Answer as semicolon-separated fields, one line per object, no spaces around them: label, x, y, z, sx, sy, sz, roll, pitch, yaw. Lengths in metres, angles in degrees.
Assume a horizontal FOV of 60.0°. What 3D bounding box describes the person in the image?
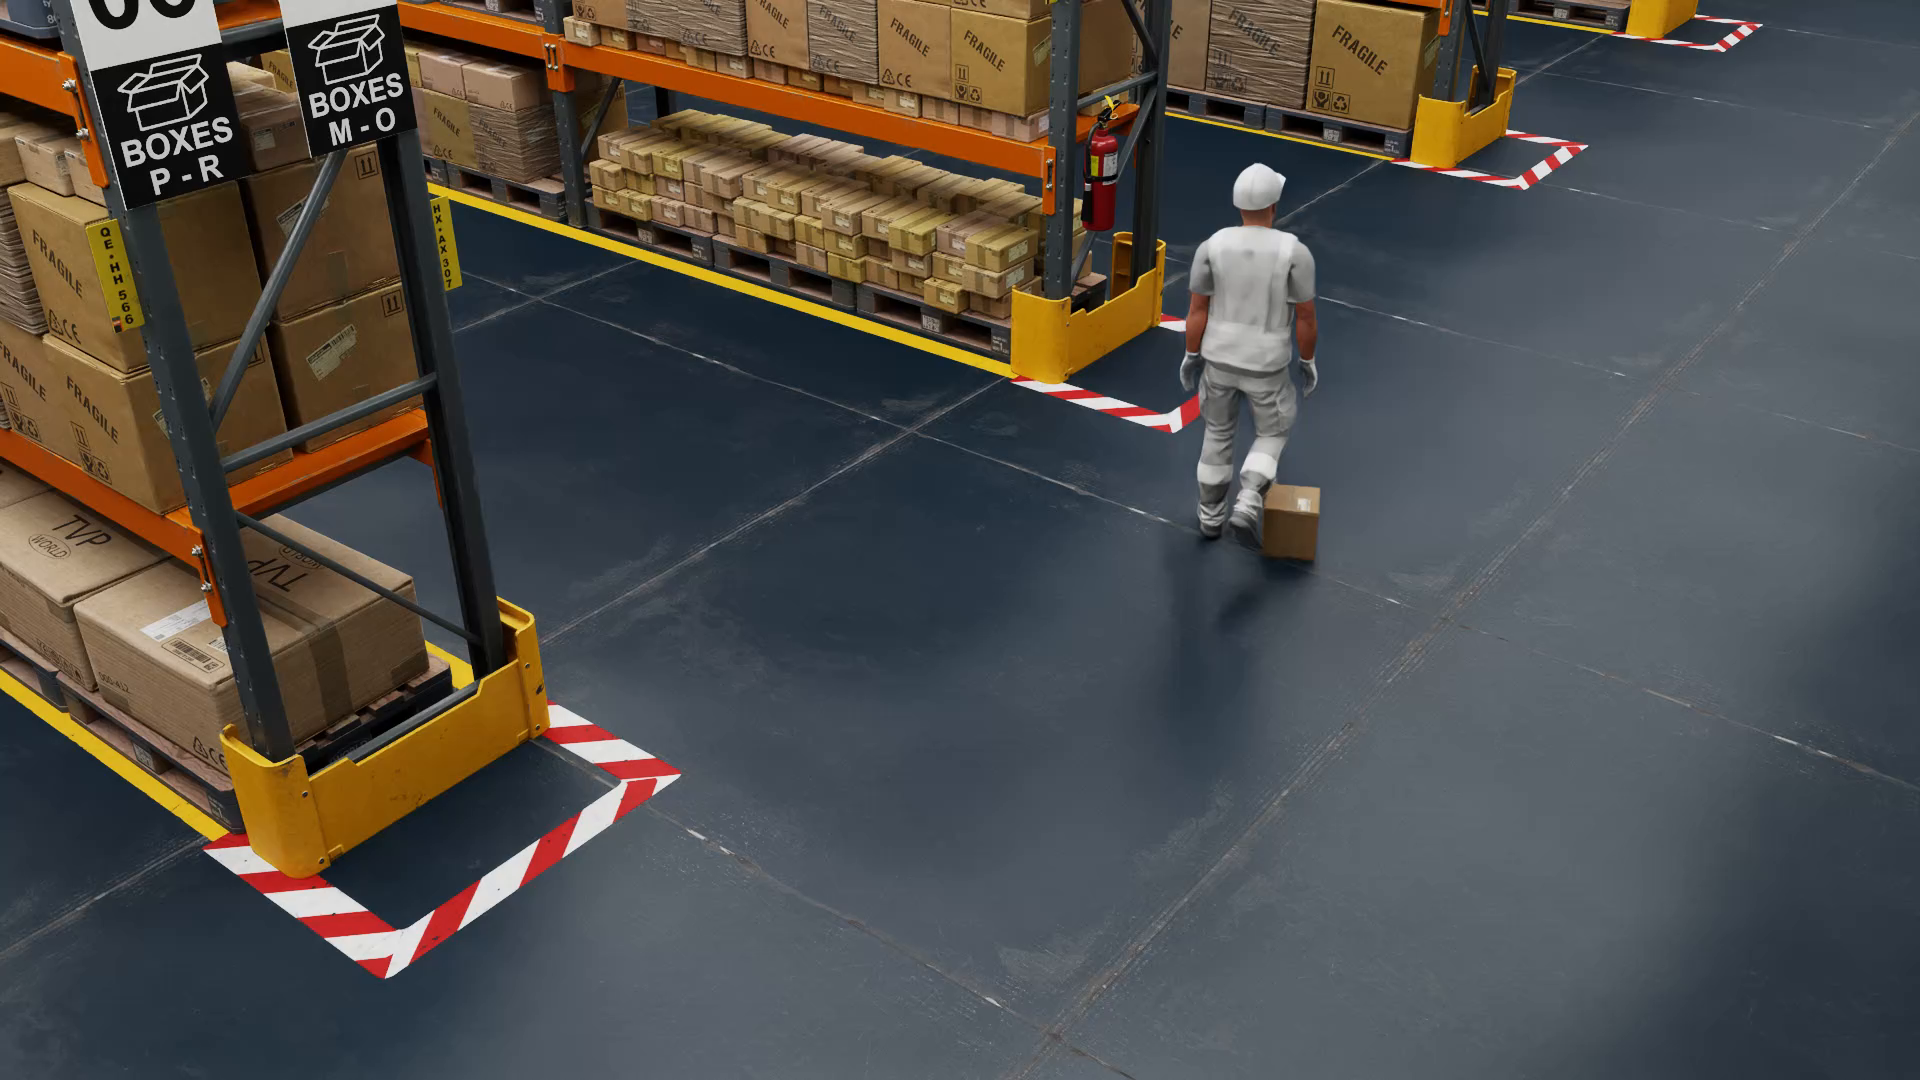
person;1.260;-0.749;7.350;0.610;1.778;0.614;11;32;18
